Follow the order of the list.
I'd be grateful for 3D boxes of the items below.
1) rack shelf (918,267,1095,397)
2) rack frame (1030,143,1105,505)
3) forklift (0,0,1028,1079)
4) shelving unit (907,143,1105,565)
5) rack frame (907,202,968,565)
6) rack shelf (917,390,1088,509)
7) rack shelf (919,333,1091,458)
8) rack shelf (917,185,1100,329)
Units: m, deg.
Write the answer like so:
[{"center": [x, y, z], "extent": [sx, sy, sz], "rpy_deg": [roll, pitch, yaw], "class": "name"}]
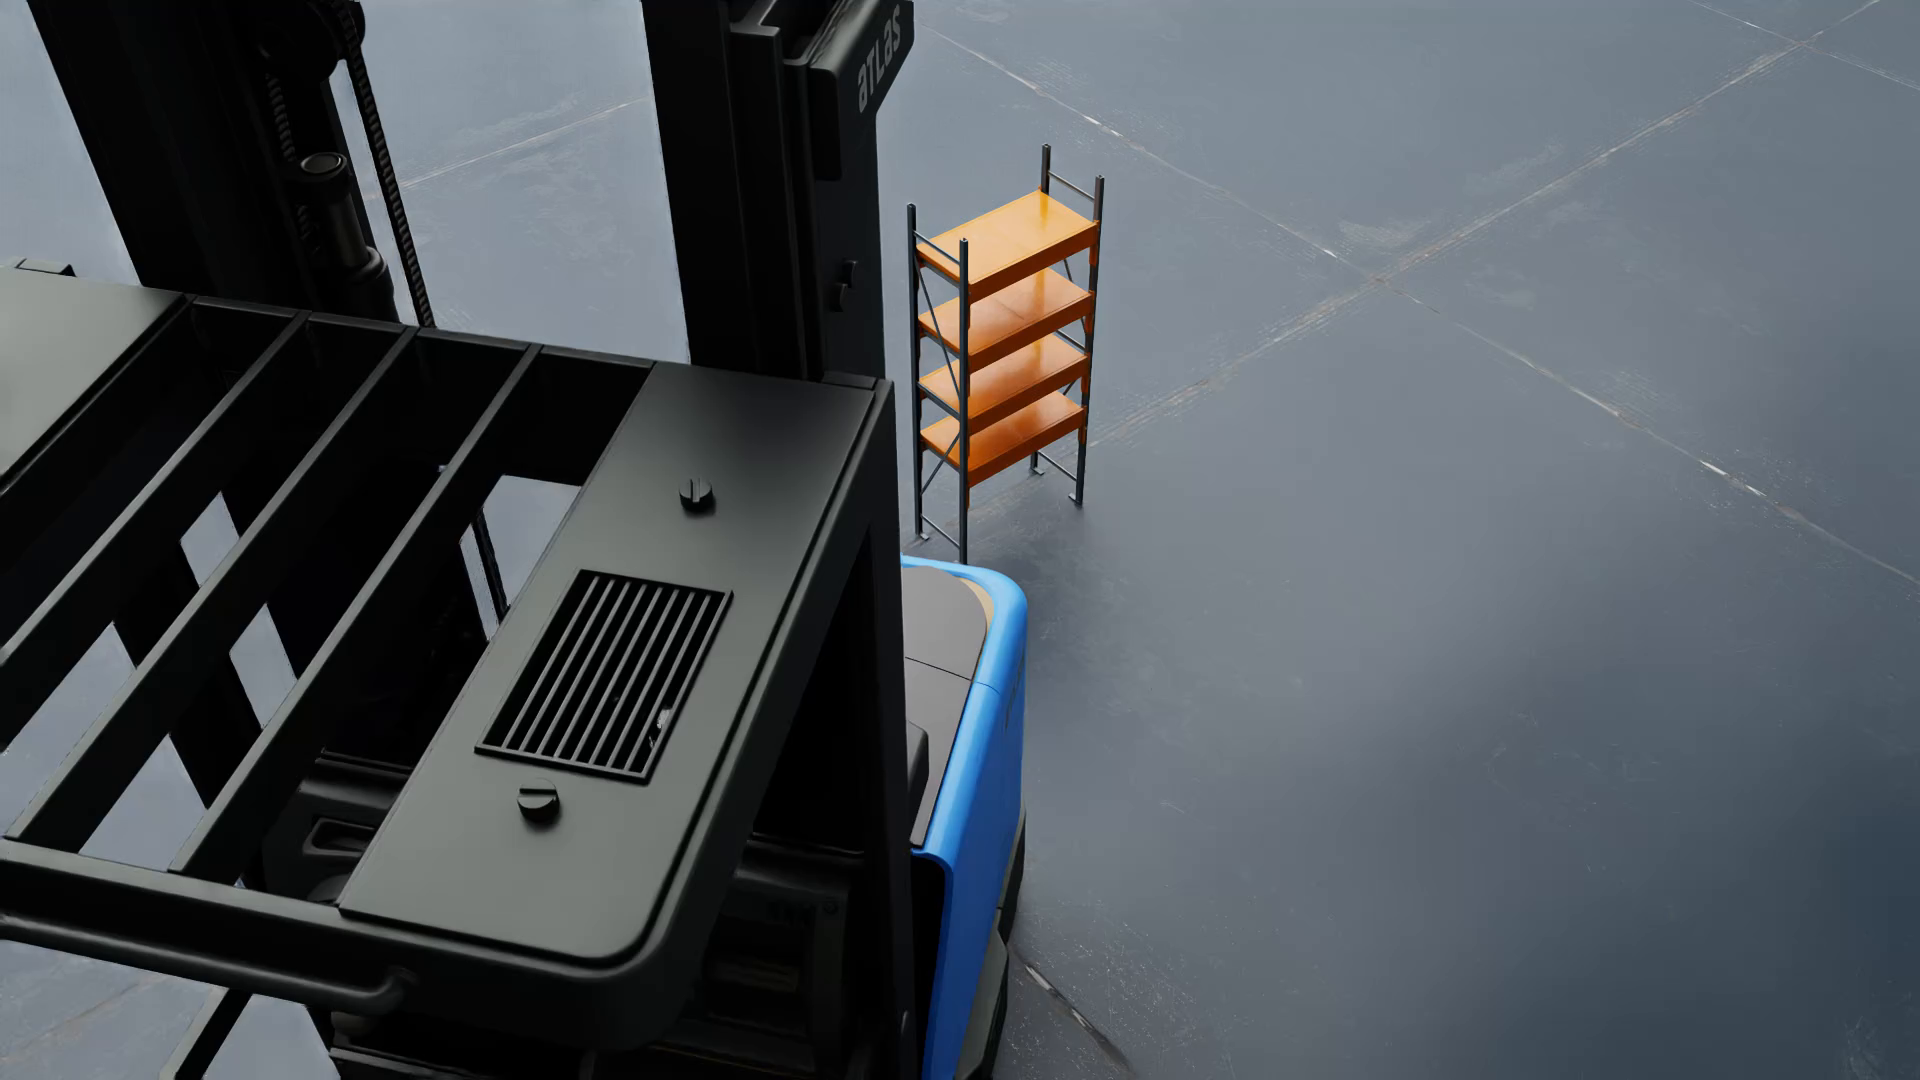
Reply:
[{"center": [0.127, -0.624, 4.810], "extent": [0.480, 0.148, 0.258], "rpy_deg": [-30, 51, -28], "class": "rack shelf"}, {"center": [0.314, -0.617, 5.031], "extent": [0.015, 1.200, 0.240], "rpy_deg": [-30, 51, -28], "class": "rack frame"}, {"center": [-0.666, 0.697, 2.366], "extent": [1.130, 2.935, 3.031], "rpy_deg": [9, 44, 9], "class": "forklift"}, {"center": [0.127, -0.510, 4.917], "extent": [0.503, 1.200, 0.258], "rpy_deg": [-30, 51, -28], "class": "shelving unit"}, {"center": [-0.060, -0.403, 4.803], "extent": [0.015, 1.200, 0.240], "rpy_deg": [-30, 51, -28], "class": "rack frame"}, {"center": [0.127, -0.316, 5.099], "extent": [0.480, 0.148, 0.258], "rpy_deg": [-30, 51, -28], "class": "rack shelf"}, {"center": [0.127, -0.461, 4.963], "extent": [0.480, 0.148, 0.258], "rpy_deg": [-30, 51, -28], "class": "rack shelf"}, {"center": [0.127, -0.797, 4.648], "extent": [0.480, 0.148, 0.258], "rpy_deg": [-30, 51, -28], "class": "rack shelf"}]
